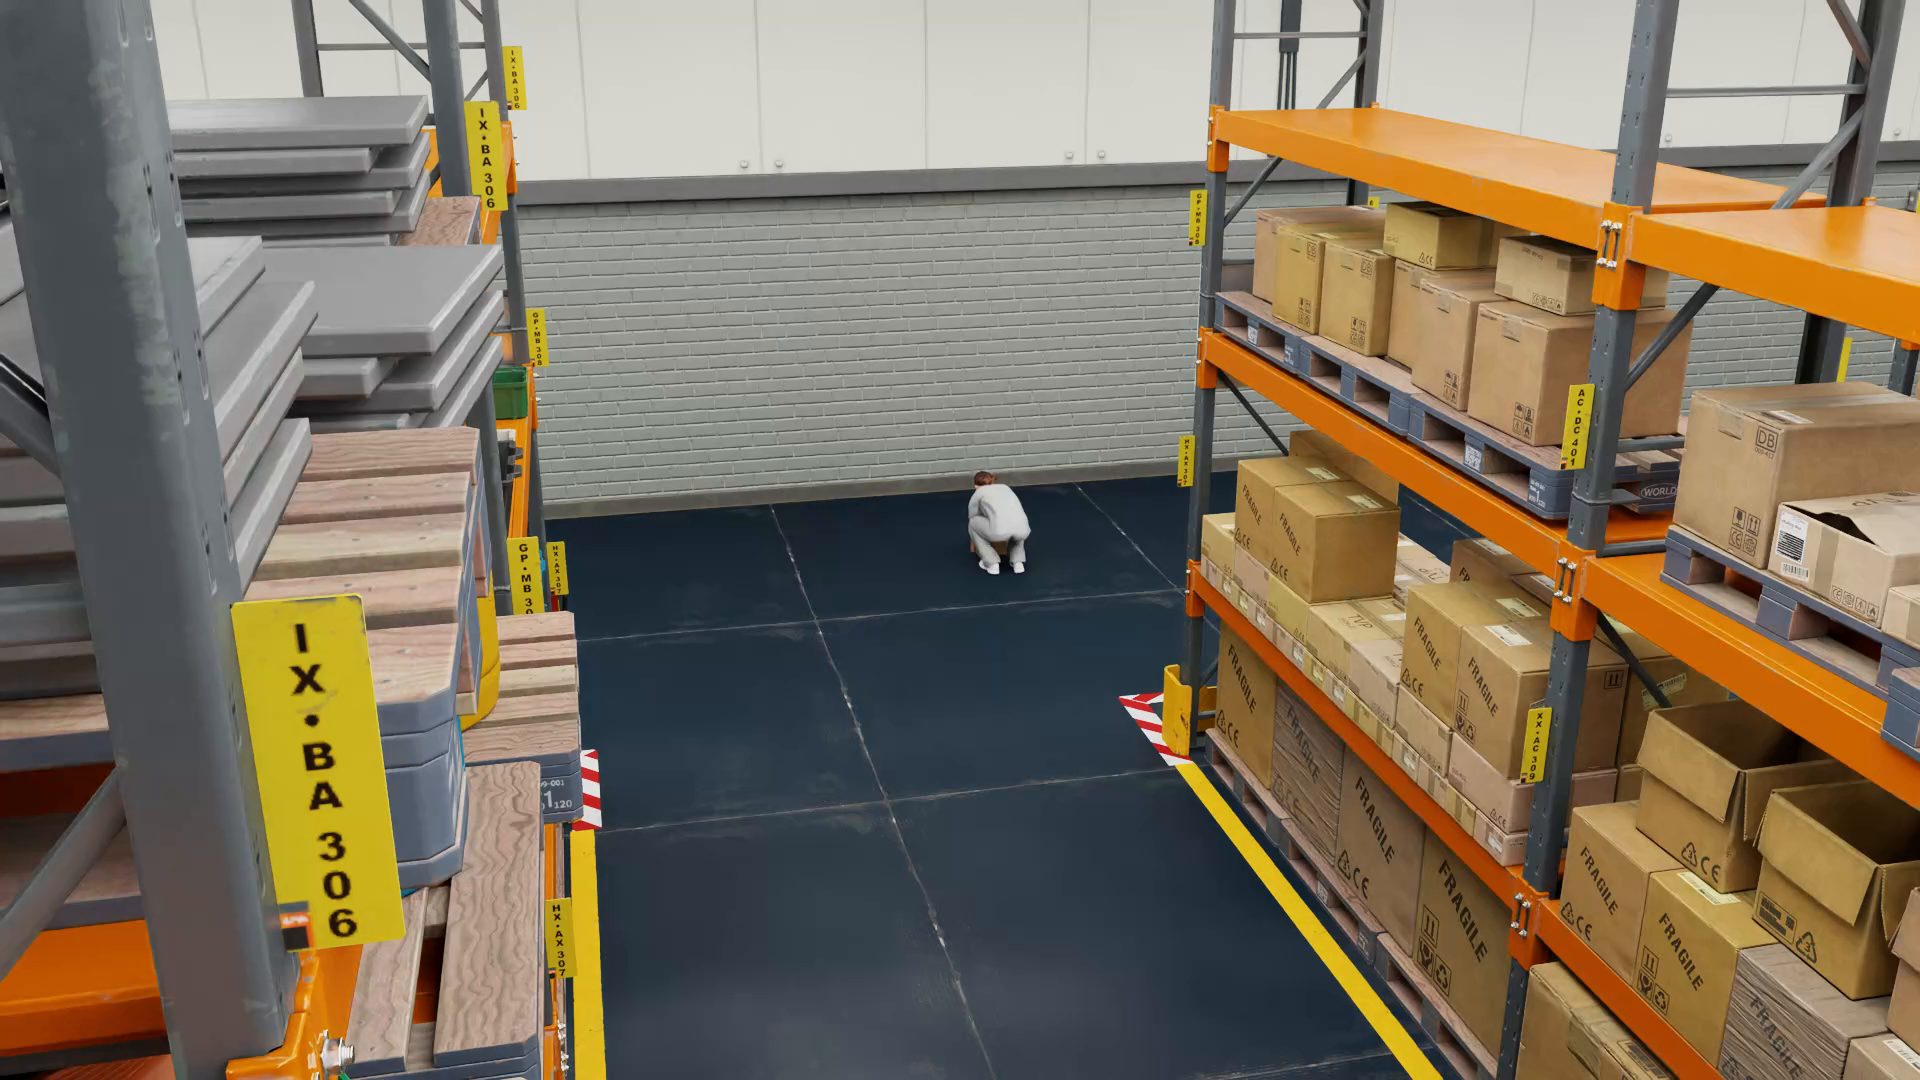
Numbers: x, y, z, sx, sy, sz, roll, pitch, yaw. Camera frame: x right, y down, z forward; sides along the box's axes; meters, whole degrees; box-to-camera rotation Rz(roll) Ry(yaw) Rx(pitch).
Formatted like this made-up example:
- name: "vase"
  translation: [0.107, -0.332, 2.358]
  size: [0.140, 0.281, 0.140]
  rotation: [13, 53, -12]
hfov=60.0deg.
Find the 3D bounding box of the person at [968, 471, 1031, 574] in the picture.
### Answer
- name: "person"
  translation: [0.321, -0.127, 14.183]
  size: [0.472, 0.817, 0.837]
  rotation: [-5, 20, -13]
